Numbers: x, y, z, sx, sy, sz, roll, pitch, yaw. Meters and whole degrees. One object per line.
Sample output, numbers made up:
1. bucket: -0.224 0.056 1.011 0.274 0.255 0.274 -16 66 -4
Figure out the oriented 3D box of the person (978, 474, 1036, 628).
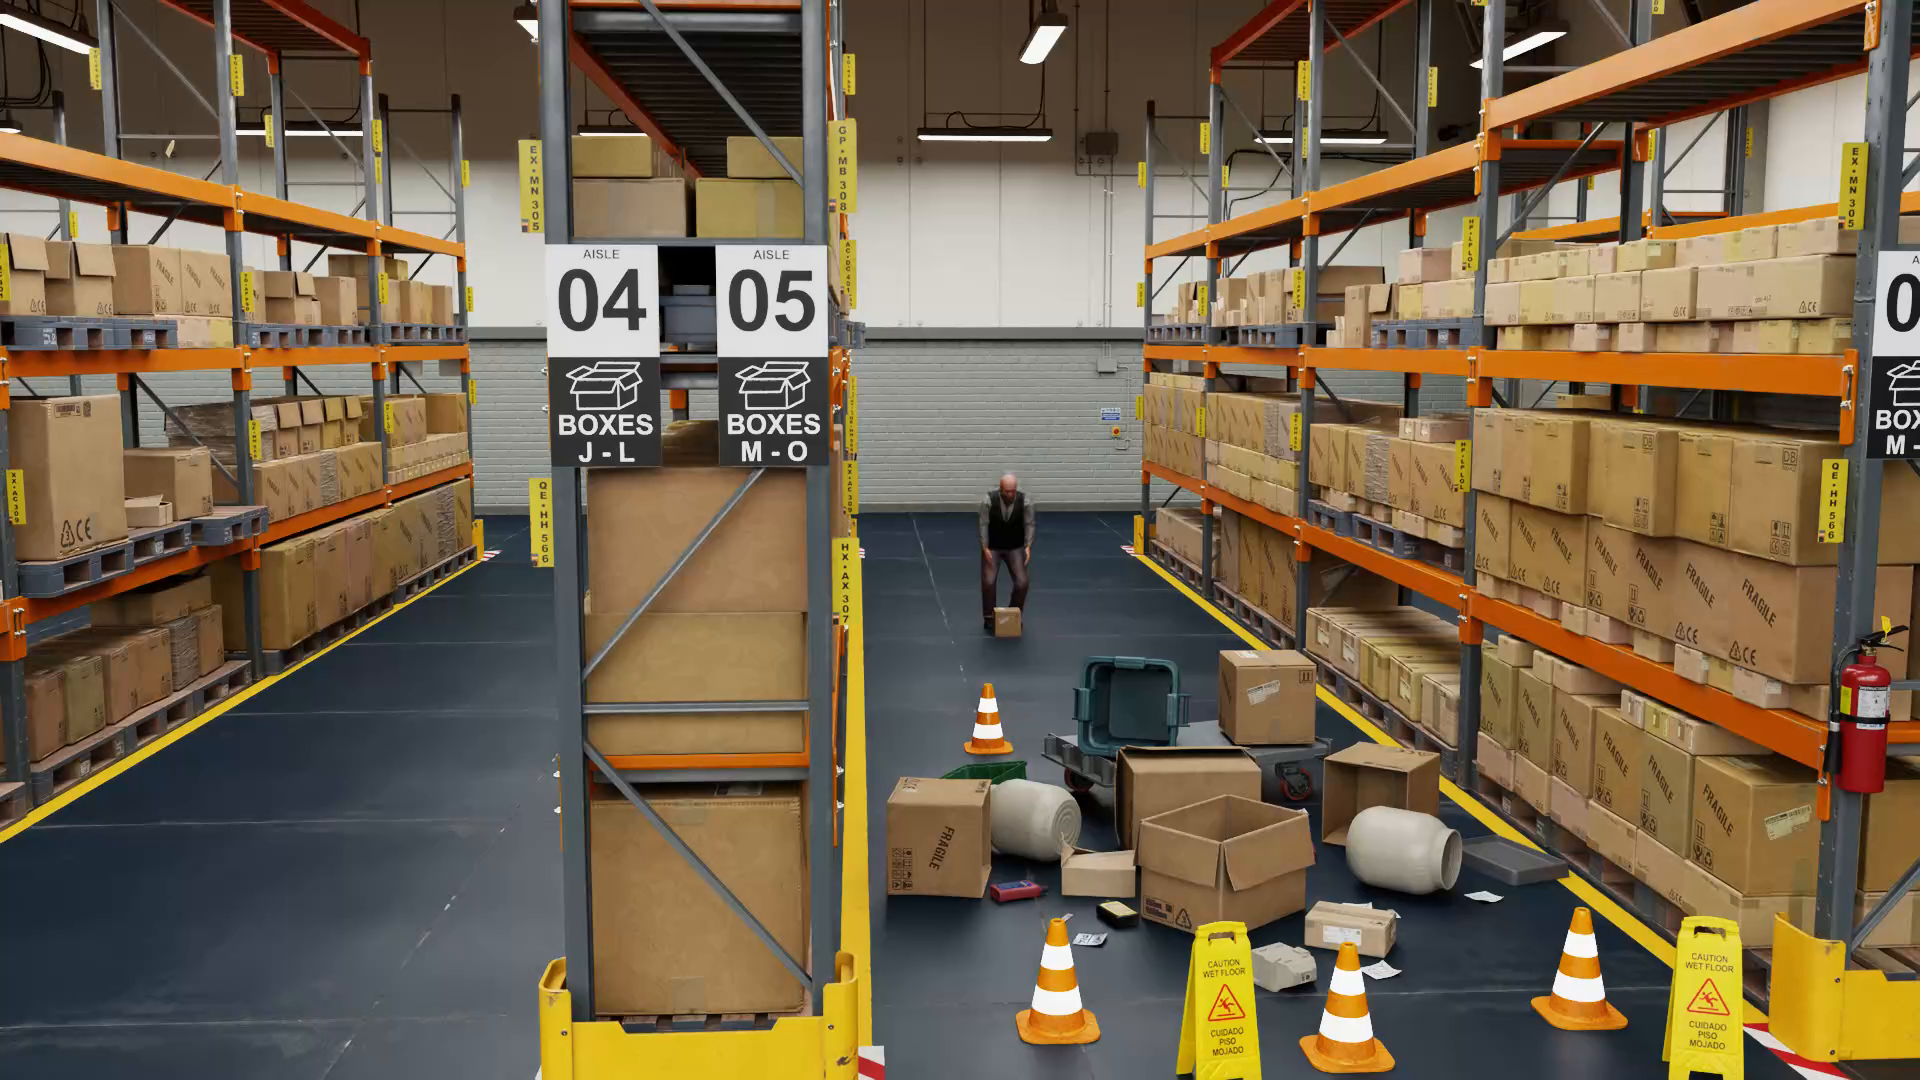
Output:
1. person: 0.466 0.105 16.694 0.583 1.560 0.579 0 7 -3
